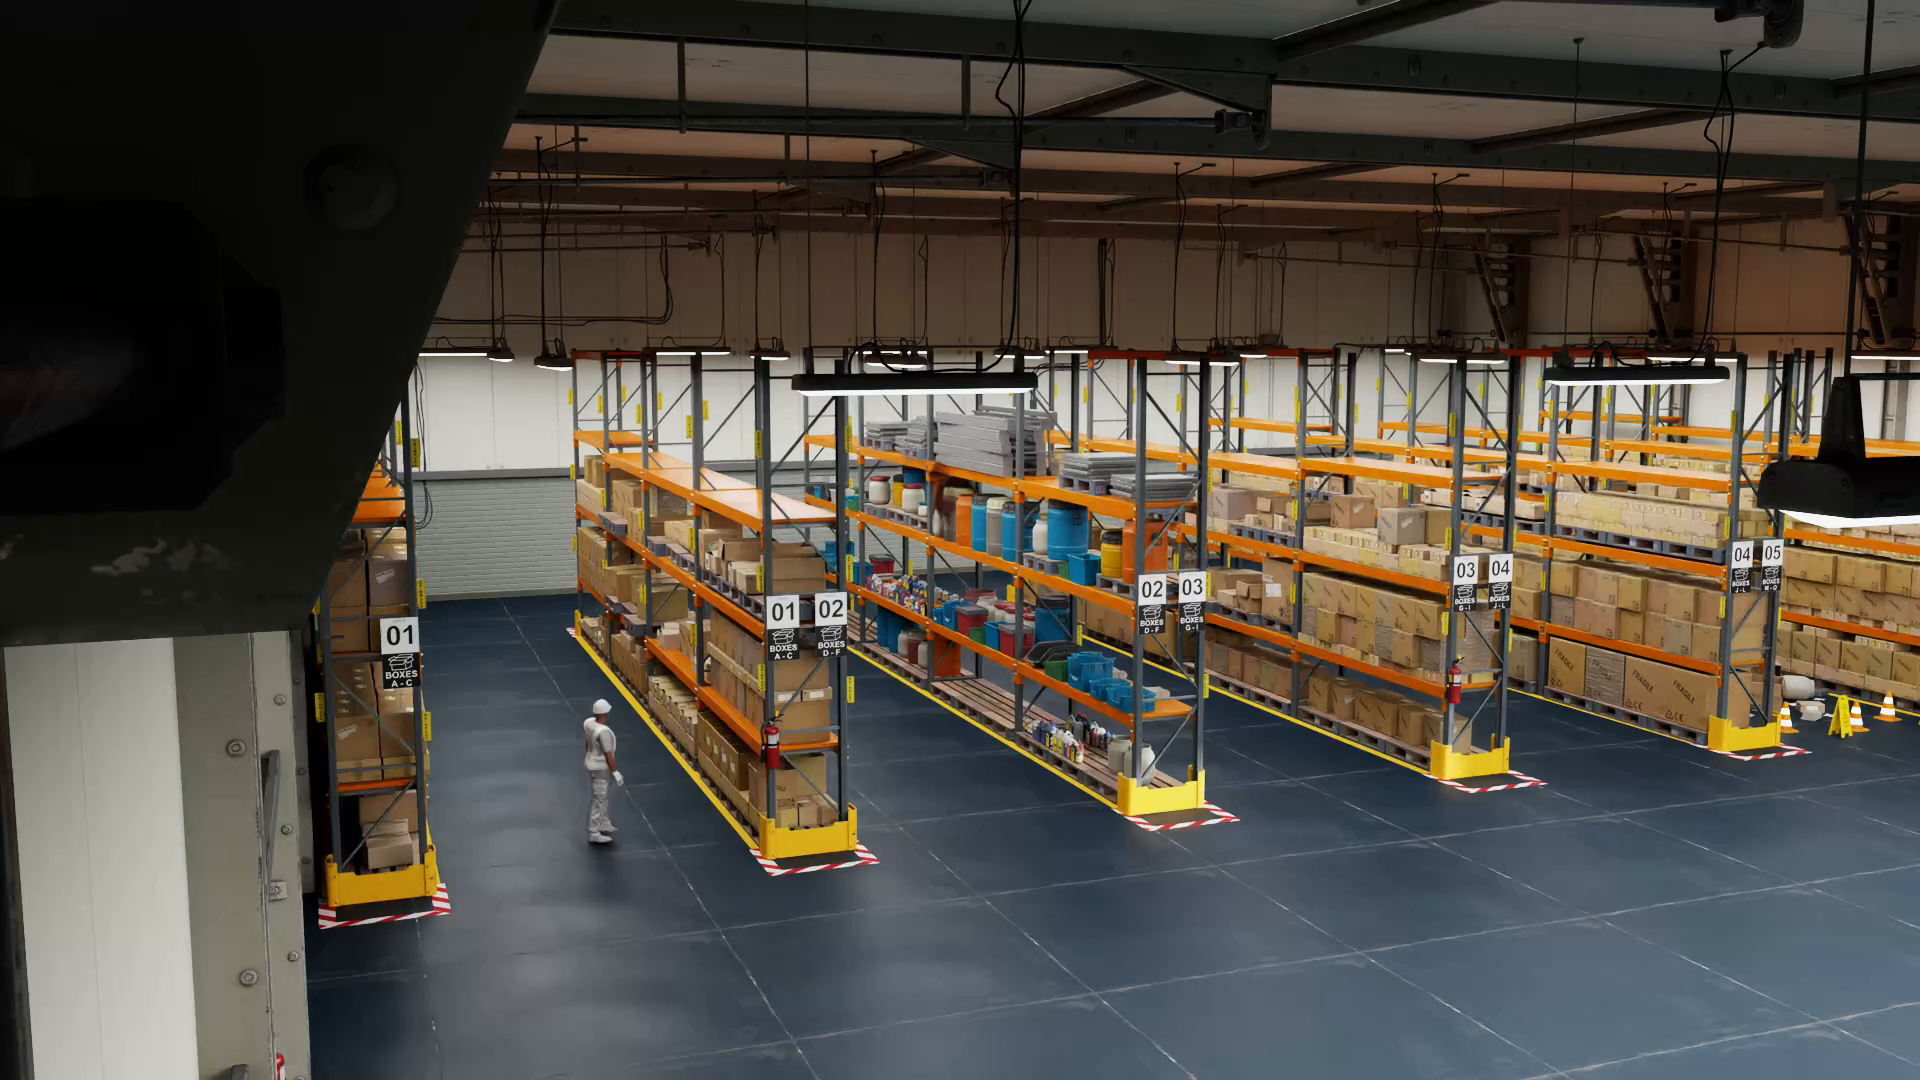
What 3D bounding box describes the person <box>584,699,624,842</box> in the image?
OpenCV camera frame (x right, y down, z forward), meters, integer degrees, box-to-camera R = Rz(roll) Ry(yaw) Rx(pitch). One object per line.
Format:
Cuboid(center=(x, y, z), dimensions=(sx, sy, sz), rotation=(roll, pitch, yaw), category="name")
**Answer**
Cuboid(center=(-4.495, 2.882, 20.863), dimensions=(0.476, 1.830, 0.668), rotation=(-3, 8, -21), category="person")
